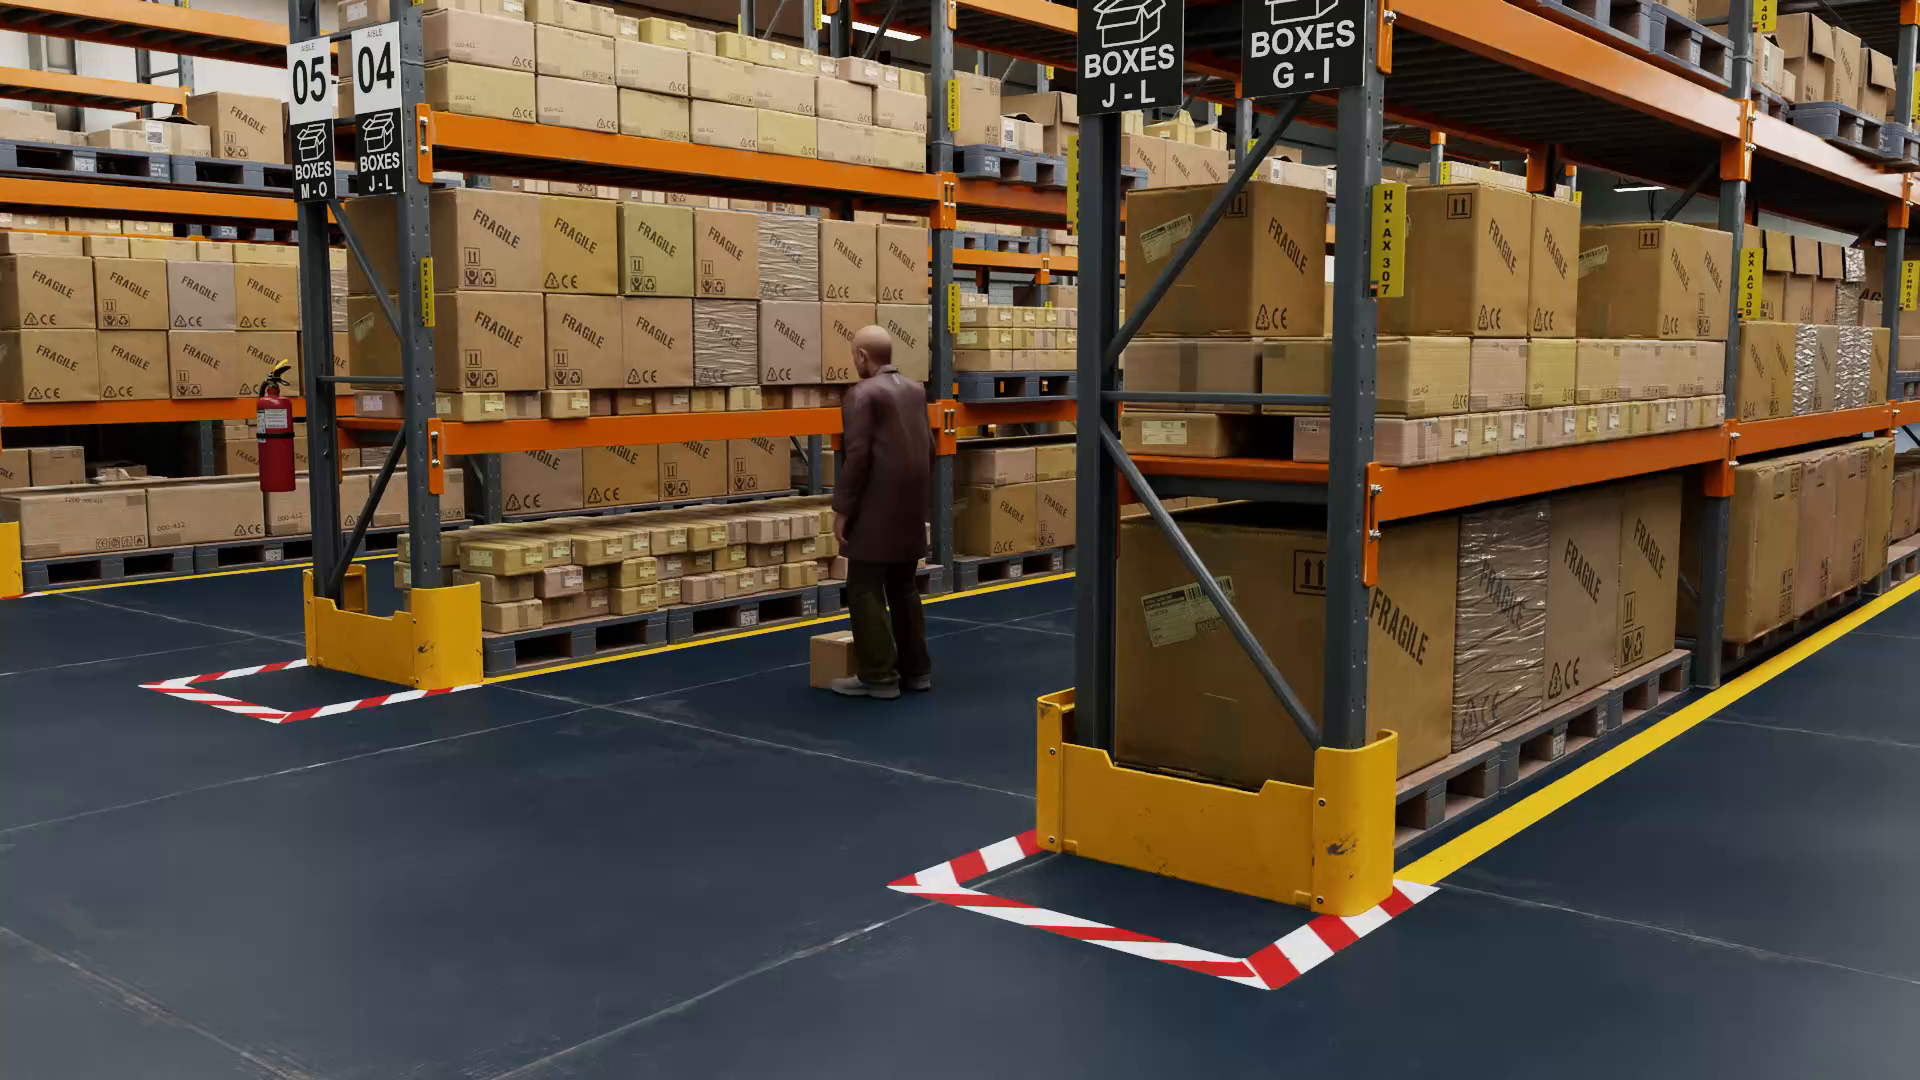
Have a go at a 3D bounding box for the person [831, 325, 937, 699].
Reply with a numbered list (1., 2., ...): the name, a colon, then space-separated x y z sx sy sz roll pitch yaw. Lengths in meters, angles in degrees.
1. person: -0.370 -0.140 8.011 0.423 1.774 0.643 5 8 39
